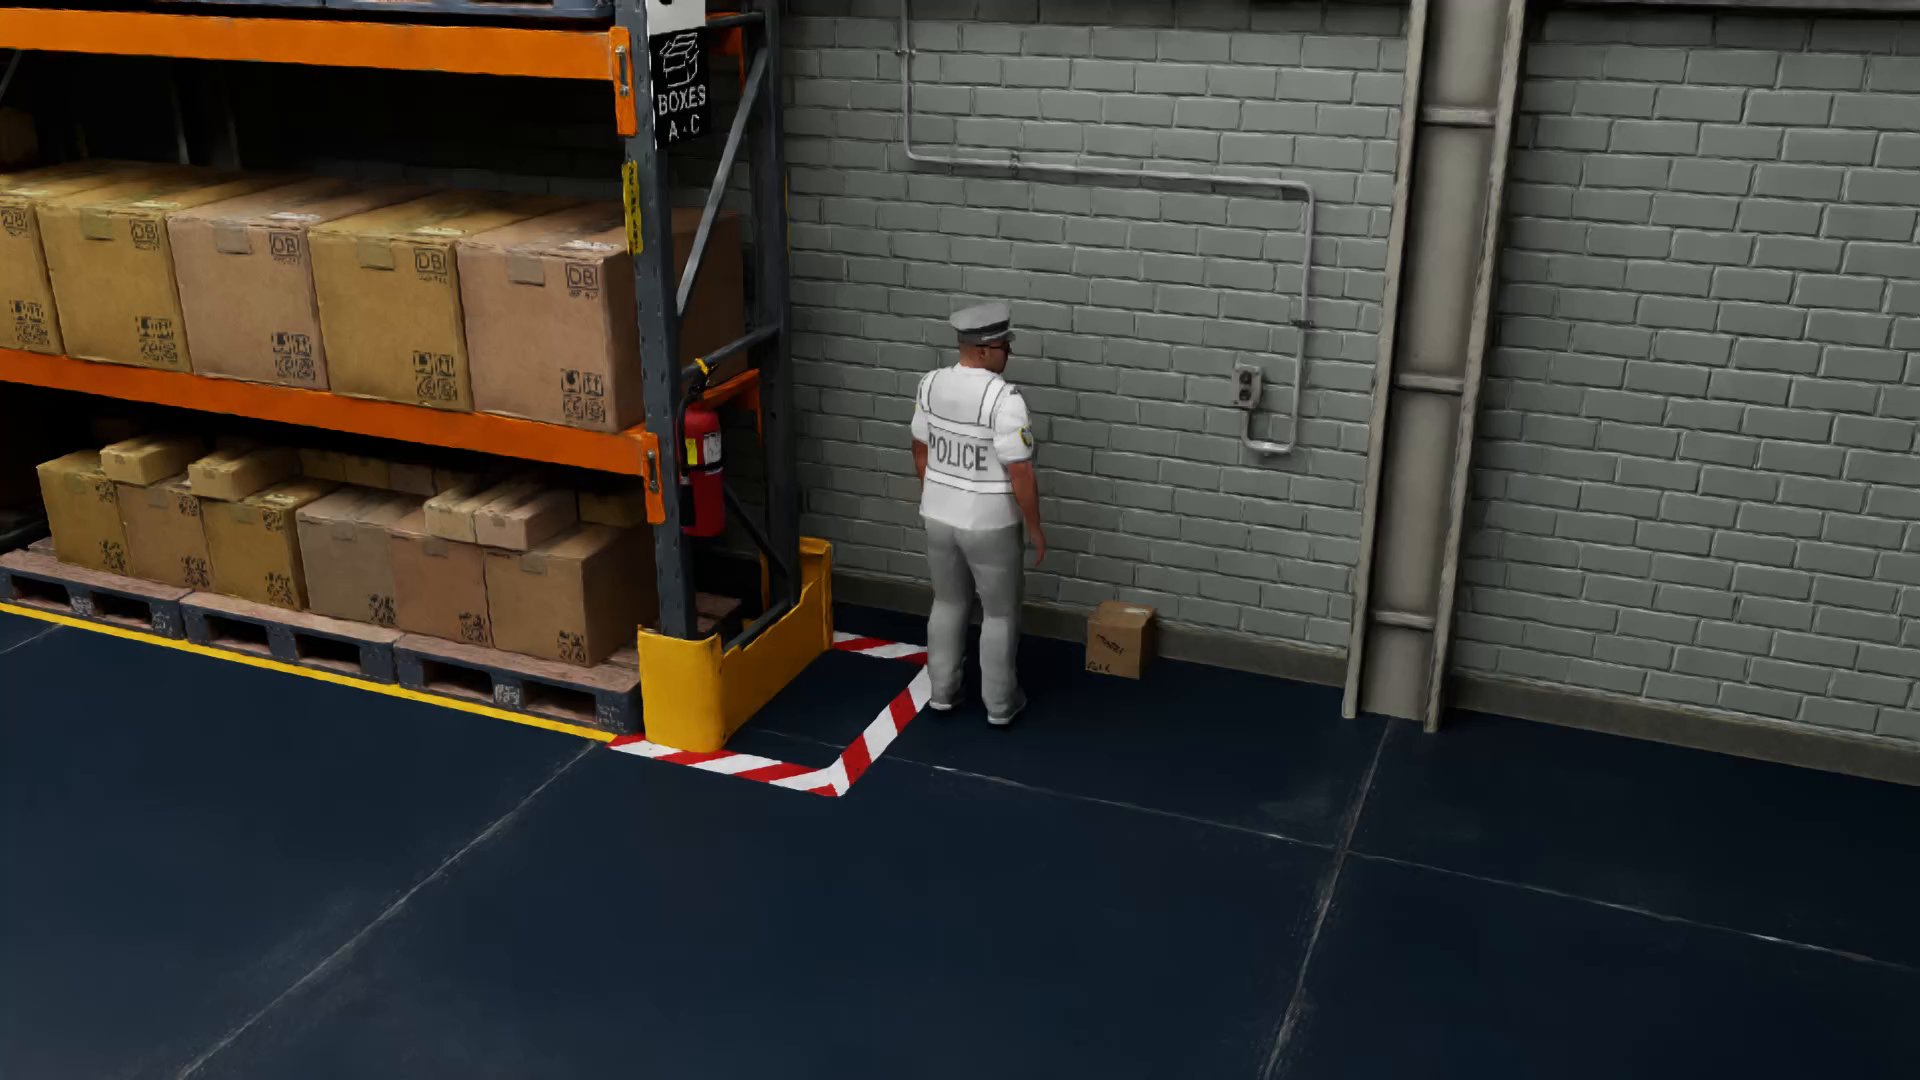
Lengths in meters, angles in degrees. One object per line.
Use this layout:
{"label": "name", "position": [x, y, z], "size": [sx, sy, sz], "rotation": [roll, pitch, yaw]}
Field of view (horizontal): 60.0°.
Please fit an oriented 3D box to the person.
{"label": "person", "position": [0.084, -0.070, 6.748], "size": [0.588, 1.807, 0.443], "rotation": [17, 28, 35]}
